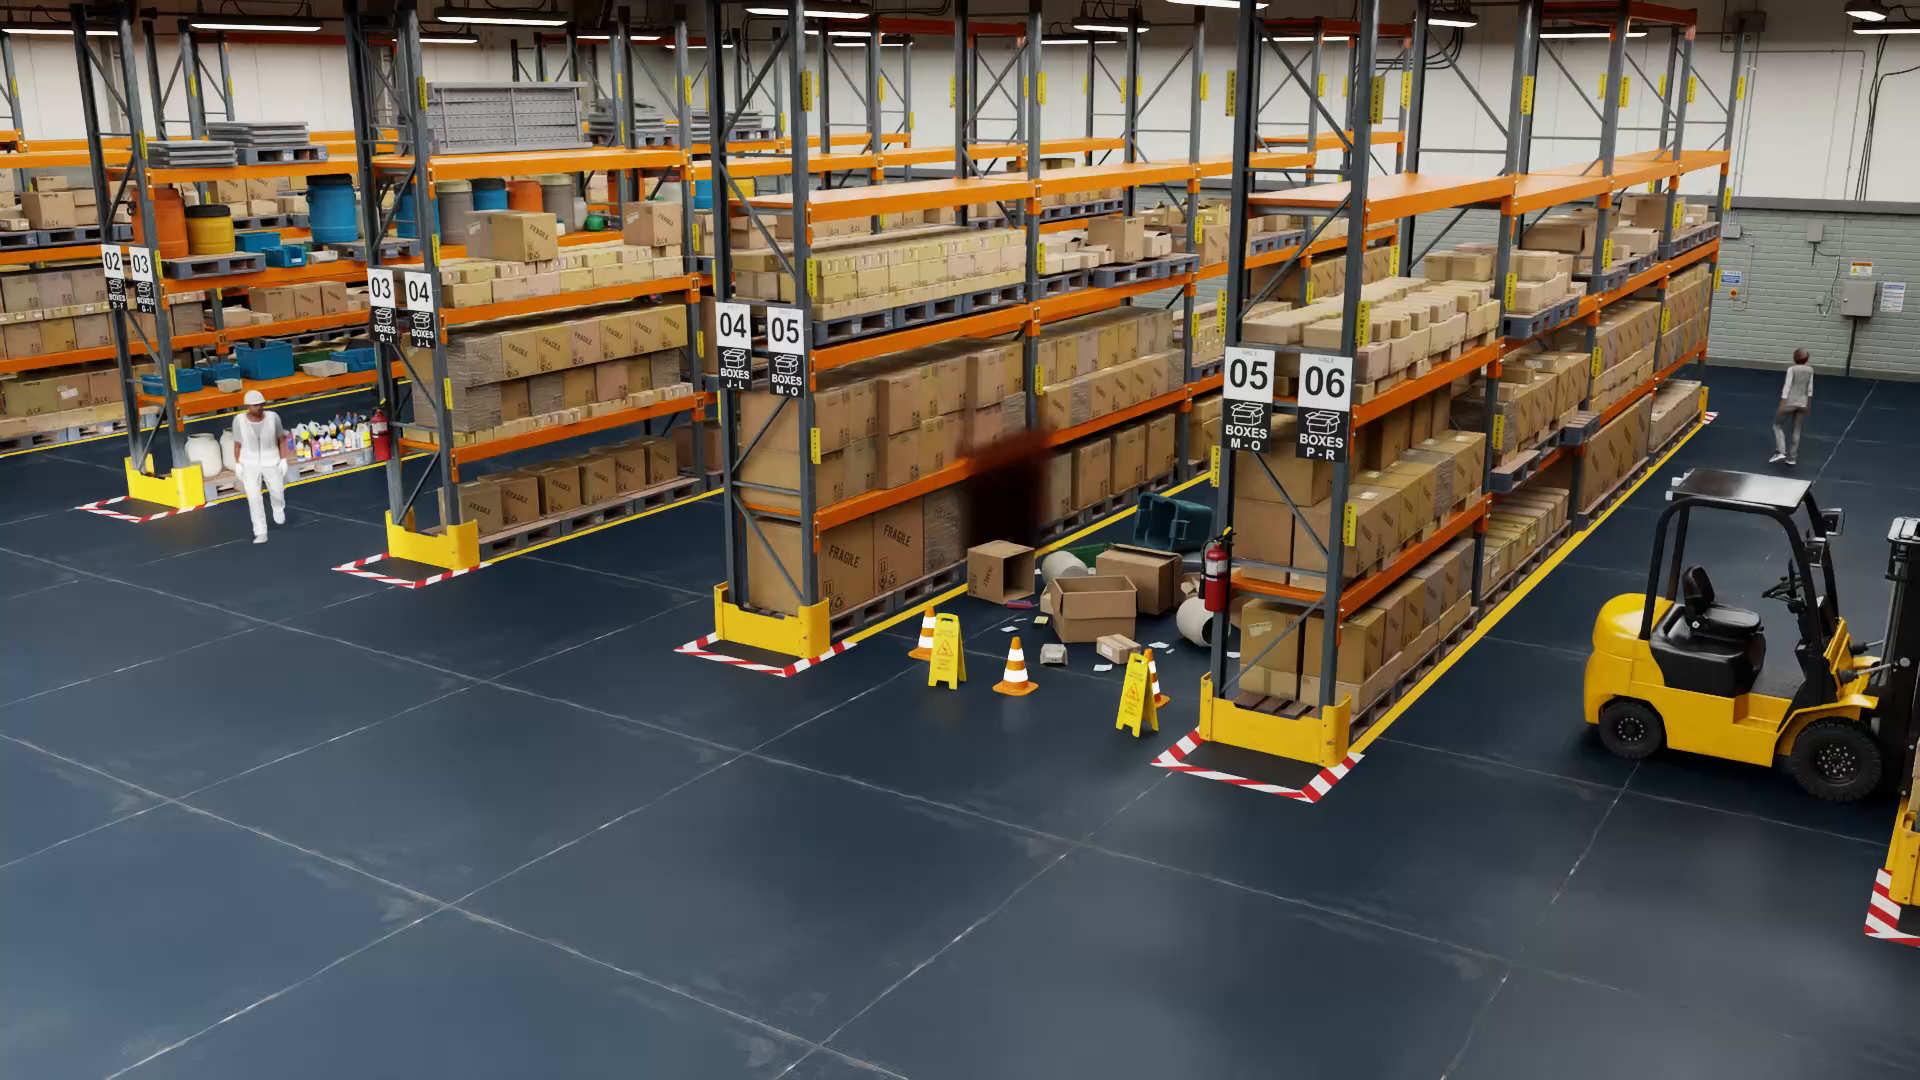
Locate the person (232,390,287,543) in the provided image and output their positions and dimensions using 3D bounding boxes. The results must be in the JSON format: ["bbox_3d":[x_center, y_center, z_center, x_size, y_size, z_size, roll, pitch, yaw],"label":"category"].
[{"bbox_3d":[-8.047,-0.894,19.157,0.560,1.752,0.915,-5,16,-18],"label":"person"}]

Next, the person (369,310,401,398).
[{"bbox_3d":[-9.453,-3.171,27.264,0.620,1.778,0.535,11,19,34],"label":"person"}]

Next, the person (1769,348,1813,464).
[{"bbox_3d":[11.462,-1.829,22.842,0.446,1.612,0.372,0,16,-1],"label":"person"}]

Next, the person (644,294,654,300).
[{"bbox_3d":[-5.988,-4.242,31.280,0.604,1.690,1.005,10,18,31],"label":"person"}]
